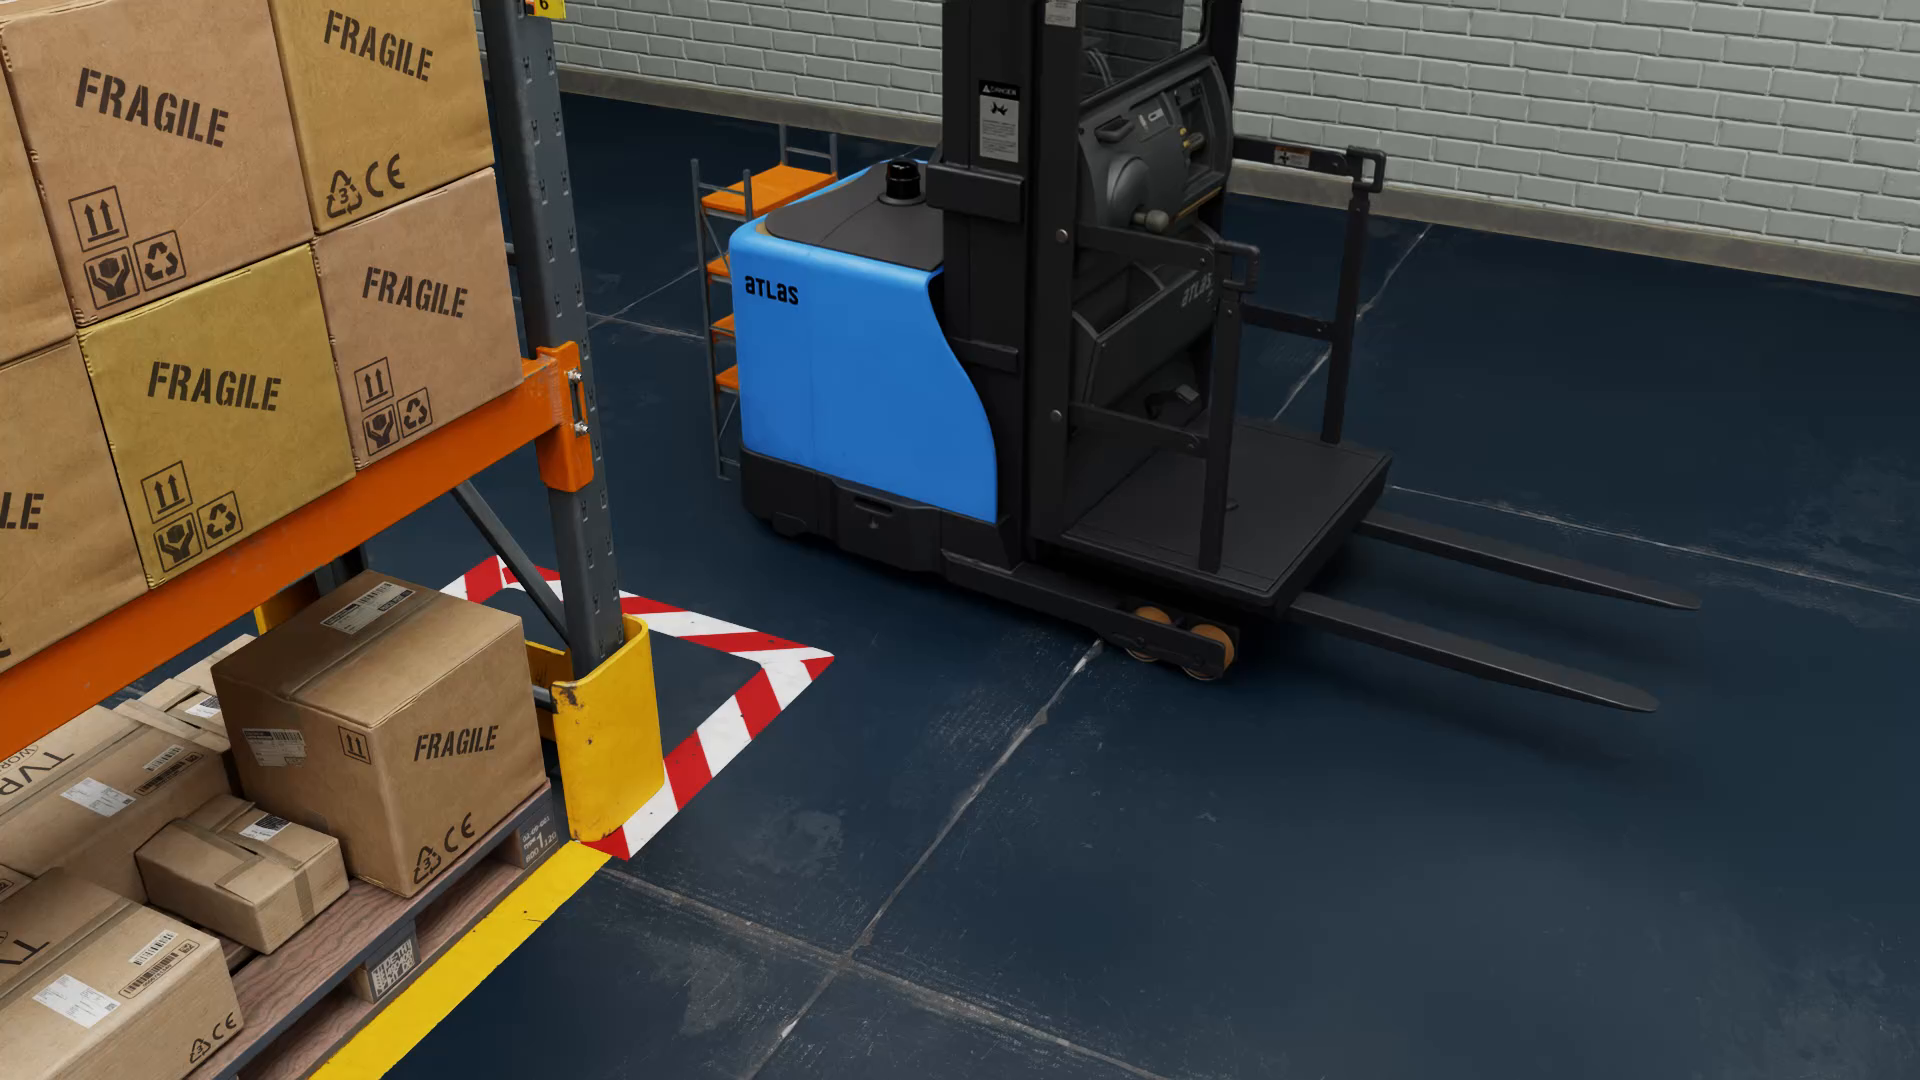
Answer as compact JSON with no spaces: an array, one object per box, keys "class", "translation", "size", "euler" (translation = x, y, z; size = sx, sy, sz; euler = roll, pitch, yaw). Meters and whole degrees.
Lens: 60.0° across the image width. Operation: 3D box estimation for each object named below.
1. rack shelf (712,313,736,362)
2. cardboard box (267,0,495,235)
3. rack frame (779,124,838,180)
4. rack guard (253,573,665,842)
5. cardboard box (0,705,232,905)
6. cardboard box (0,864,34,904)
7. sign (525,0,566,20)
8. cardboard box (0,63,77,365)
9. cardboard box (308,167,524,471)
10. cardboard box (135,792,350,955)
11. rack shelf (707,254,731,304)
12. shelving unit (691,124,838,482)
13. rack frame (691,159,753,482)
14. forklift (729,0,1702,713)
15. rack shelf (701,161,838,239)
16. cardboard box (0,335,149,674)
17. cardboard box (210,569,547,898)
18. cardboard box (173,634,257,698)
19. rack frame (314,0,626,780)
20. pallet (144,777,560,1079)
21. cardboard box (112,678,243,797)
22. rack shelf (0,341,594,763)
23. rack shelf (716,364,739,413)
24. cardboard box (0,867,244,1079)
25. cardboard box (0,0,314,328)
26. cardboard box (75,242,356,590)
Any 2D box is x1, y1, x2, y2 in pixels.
[{"class":"rack shelf","translation":[-0.665,-0.766,6.013],"size":[0.258,0.148,0.480],"euler":[17,34,27]},{"class":"cardboard box","translation":[-1.314,-0.955,3.297],"size":[0.500,0.500,0.500],"euler":[14,33,23]},{"class":"rack frame","translation":[-0.537,-0.927,6.160],"size":[0.240,1.200,0.015],"euler":[17,34,27]},{"class":"rack guard","translation":[-1.390,0.379,4.587],"size":[1.175,0.500,0.348],"euler":[14,33,23]},{"class":"cardboard box","translation":[-2.084,0.662,3.905],"size":[0.500,0.250,0.500],"euler":[14,33,23]},{"class":"cardboard box","translation":[-2.312,0.883,3.519],"size":[0.500,0.250,0.500],"euler":[14,33,23]},{"class":"sign","translation":[-0.871,-1.243,3.422],"size":[0.100,0.325,0.005],"euler":[14,33,23]},{"class":"cardboard box","translation":[-1.775,-0.500,2.505],"size":[0.500,0.500,0.500],"euler":[15,33,25]},{"class":"cardboard box","translation":[-1.318,-0.521,3.545],"size":[0.500,0.500,0.500],"euler":[15,33,25]},{"class":"cardboard box","translation":[-1.649,0.756,3.825],"size":[0.380,0.166,0.250],"euler":[14,33,23]},{"class":"rack shelf","translation":[-0.665,-0.960,5.902],"size":[0.258,0.148,0.480],"euler":[17,34,27]},{"class":"shelving unit","translation":[-0.665,-0.824,5.980],"size":[0.258,1.200,0.503],"euler":[17,34,27]},{"class":"rack frame","translation":[-0.793,-0.720,5.800],"size":[0.240,1.200,0.015],"euler":[17,34,27]},{"class":"forklift","translation":[0.763,-1.150,4.809],"size":[3.031,2.935,1.130],"euler":[17,34,27]},{"class":"rack shelf","translation":[-0.665,-1.165,5.784],"size":[0.258,0.148,0.480],"euler":[17,34,27]},{"class":"cardboard box","translation":[-1.783,-0.071,2.760],"size":[0.500,0.500,0.500],"euler":[15,33,24]},{"class":"cardboard box","translation":[-1.384,0.452,4.019],"size":[0.500,0.500,0.500],"euler":[14,33,23]},{"class":"cardboard box","translation":[-1.853,0.415,4.436],"size":[0.380,0.149,0.250],"euler":[14,33,23]},{"class":"rack frame","translation":[-1.356,-0.738,4.023],"size":[1.000,3.000,0.127],"euler":[14,33,23]},{"class":"pallet","translation":[-1.753,0.859,4.043],"size":[1.003,0.211,1.213],"euler":[14,33,23]},{"class":"cardboard box","translation":[-1.966,0.518,4.239],"size":[0.380,0.166,0.250],"euler":[14,33,23]},{"class":"rack shelf","translation":[-2.267,0.460,2.659],"size":[1.077,0.370,4.000],"euler":[14,33,23]},{"class":"rack shelf","translation":[-0.665,-0.593,6.112],"size":[0.258,0.148,0.480],"euler":[17,34,27]},{"class":"cardboard box","translation":[-1.844,0.975,3.360],"size":[0.500,0.250,0.500],"euler":[14,33,23]},{"class":"cardboard box","translation":[-1.543,-0.731,2.907],"size":[0.500,0.500,0.500],"euler":[15,33,25]},{"class":"cardboard box","translation":[-1.551,-0.290,3.143],"size":[0.500,0.500,0.500],"euler":[15,33,24]}]
